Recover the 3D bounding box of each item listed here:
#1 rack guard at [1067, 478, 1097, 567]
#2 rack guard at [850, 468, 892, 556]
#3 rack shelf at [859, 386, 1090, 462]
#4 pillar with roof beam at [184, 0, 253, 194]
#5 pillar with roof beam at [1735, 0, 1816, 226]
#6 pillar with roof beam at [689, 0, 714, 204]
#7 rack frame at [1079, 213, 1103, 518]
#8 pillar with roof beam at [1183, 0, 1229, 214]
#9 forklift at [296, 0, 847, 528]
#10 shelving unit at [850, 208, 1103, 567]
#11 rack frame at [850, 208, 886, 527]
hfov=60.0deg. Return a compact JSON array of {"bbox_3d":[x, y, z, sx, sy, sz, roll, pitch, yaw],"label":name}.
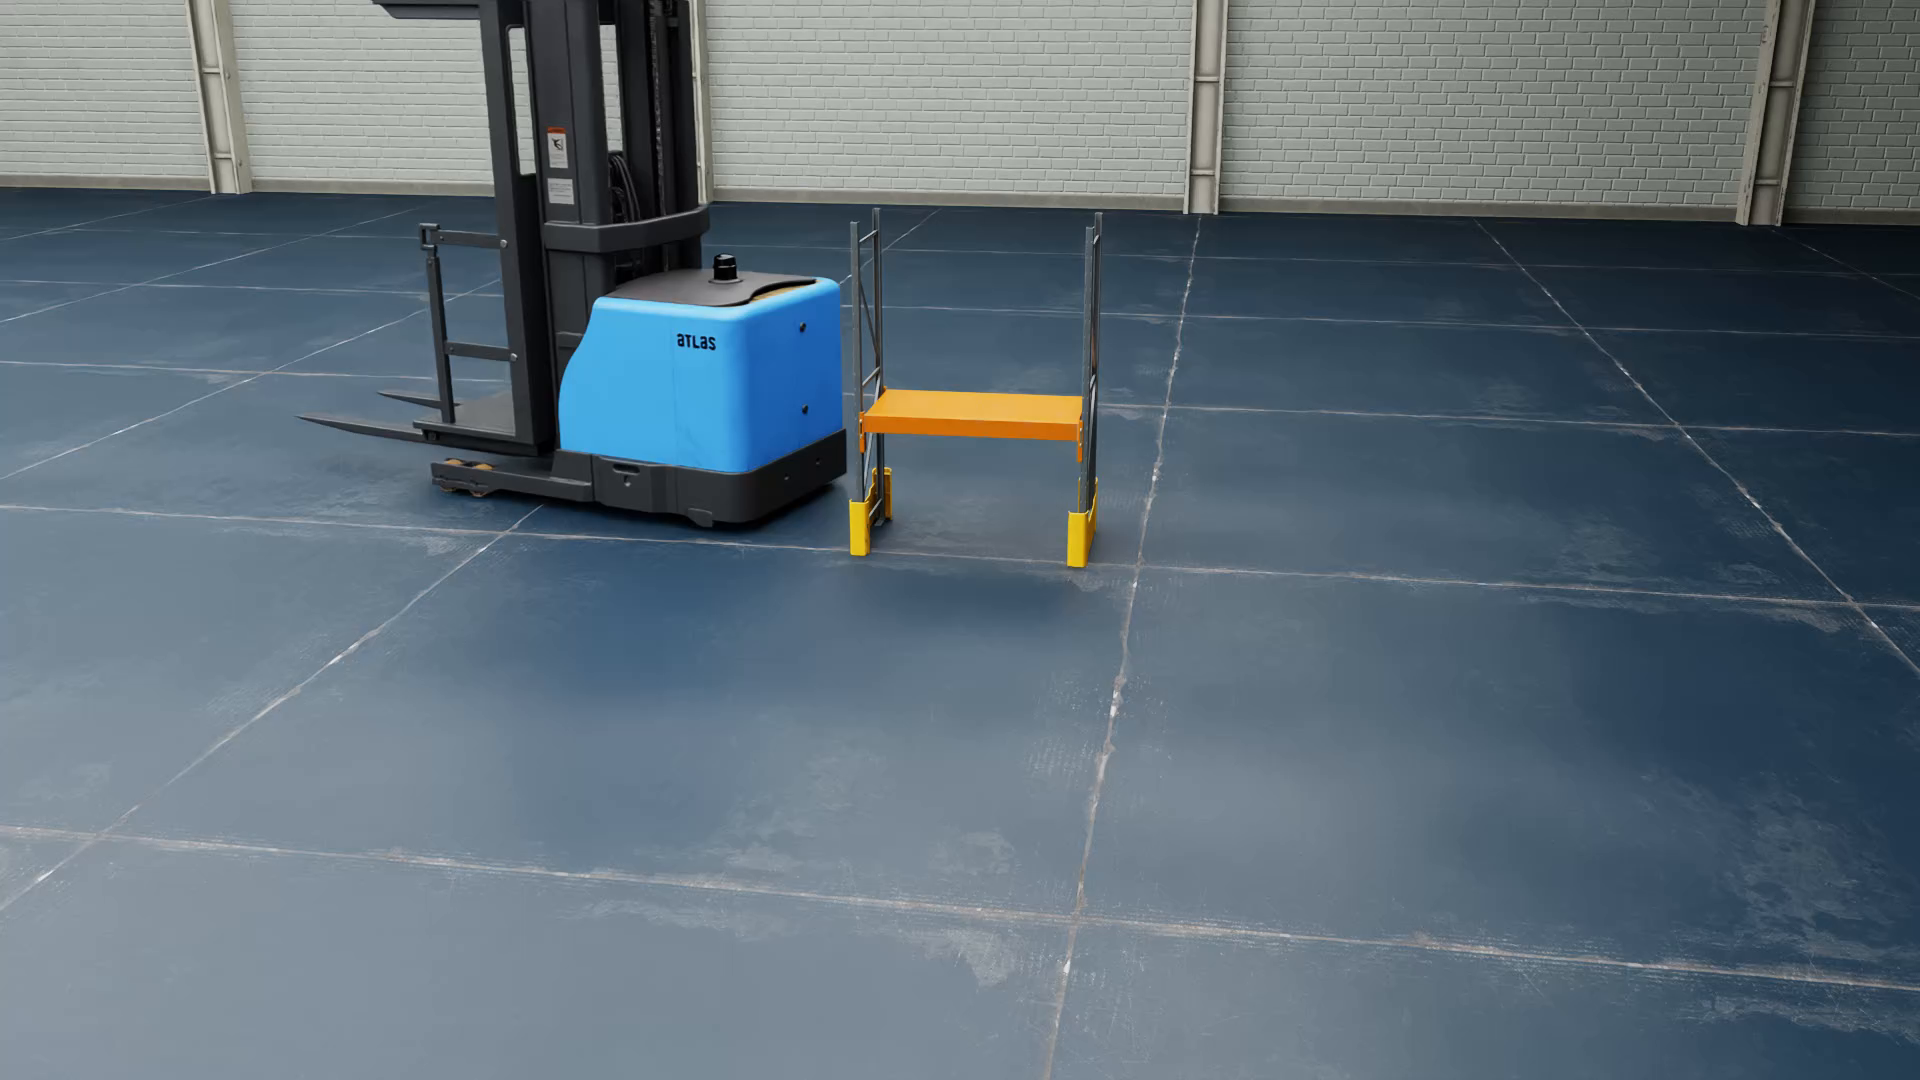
[{"bbox_3d":[0.567,-0.090,7.677,0.087,0.250,0.587,3,19,9],"label":"rack guard"},{"bbox_3d":[-0.416,-0.140,7.827,0.087,0.250,0.587,3,19,9],"label":"rack guard"},{"bbox_3d":[0.084,-0.536,7.609,1.000,0.185,0.538,3,19,9],"label":"rack shelf"},{"bbox_3d":[-9.778,-7.265,15.334,0.400,9.000,9.100,3,19,9],"label":"pillar with roof beam"},{"bbox_3d":[7.994,-6.359,12.627,0.400,9.000,9.100,3,19,9],"label":"pillar with roof beam"},{"bbox_3d":[-3.854,-6.963,14.432,0.400,9.000,9.100,3,19,9],"label":"pillar with roof beam"},{"bbox_3d":[0.586,-0.681,7.476,0.032,1.500,0.500,3,19,9],"label":"rack frame"},{"bbox_3d":[2.070,-6.661,13.529,0.400,9.000,9.100,3,19,9],"label":"pillar with roof beam"},{"bbox_3d":[-2.143,-1.749,8.410,3.031,2.935,1.130,9,20,24],"label":"forklift"},{"bbox_3d":[0.075,-0.707,7.554,1.083,1.500,0.587,3,19,9],"label":"shelving unit"},{"bbox_3d":[-0.418,-0.733,7.629,0.032,1.500,0.500,3,19,9],"label":"rack frame"}]
